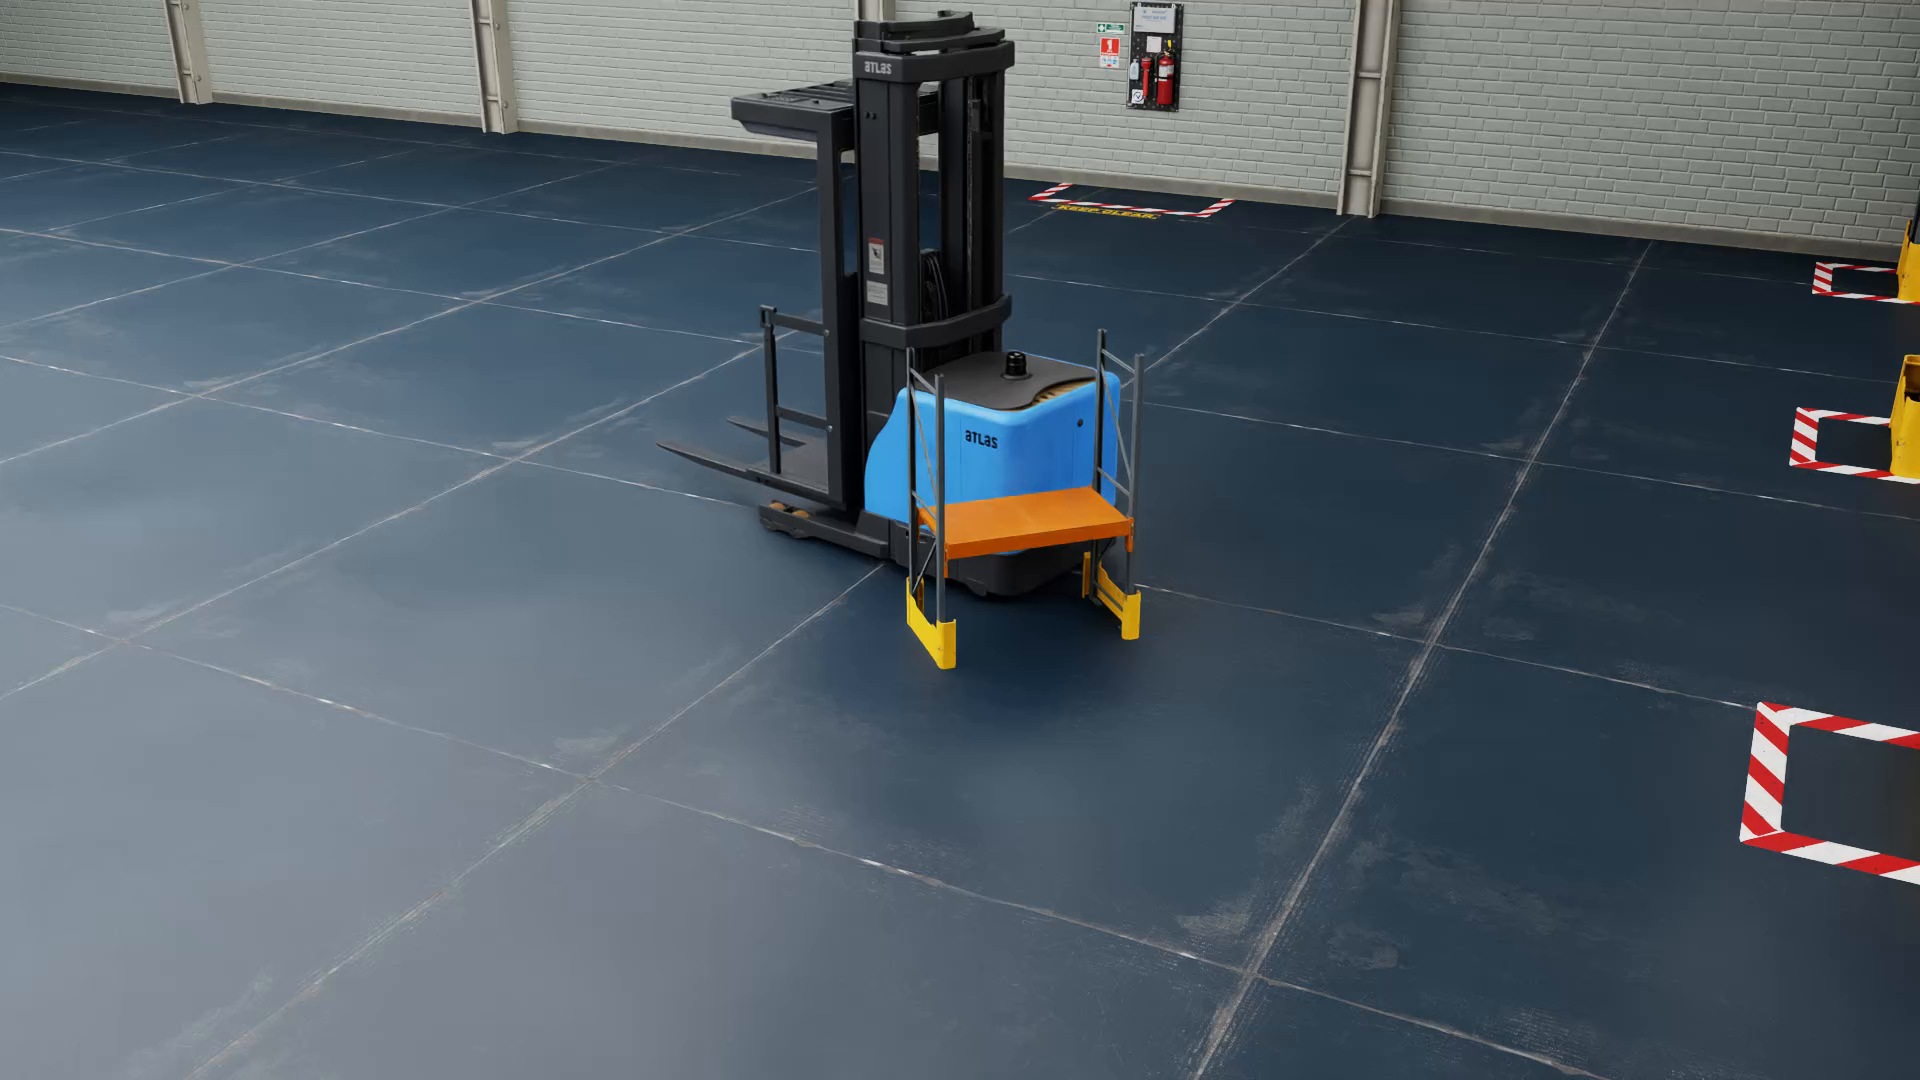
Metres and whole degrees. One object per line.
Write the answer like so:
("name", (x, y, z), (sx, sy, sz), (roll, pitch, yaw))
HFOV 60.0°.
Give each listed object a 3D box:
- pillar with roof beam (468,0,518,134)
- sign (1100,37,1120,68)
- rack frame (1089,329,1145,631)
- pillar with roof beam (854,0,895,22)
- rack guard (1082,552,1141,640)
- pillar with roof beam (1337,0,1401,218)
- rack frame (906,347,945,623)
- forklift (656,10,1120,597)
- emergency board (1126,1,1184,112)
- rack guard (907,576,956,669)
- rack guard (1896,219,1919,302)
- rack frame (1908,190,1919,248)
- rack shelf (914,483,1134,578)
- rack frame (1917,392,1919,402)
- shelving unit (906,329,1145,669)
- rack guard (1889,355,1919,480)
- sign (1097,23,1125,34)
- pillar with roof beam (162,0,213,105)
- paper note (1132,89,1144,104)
("pillar with roof beam", (-8.315, -8.313, 17.798), (0.400, 9.000, 9.100), (11, 25, 25))
("sign", (1.701, -5.536, 18.890), (0.234, 0.329, 0.001), (11, 25, 25))
("rack frame", (0.794, -0.288, 8.510), (0.032, 1.500, 0.500), (-8, 24, -17))
("pillar with roof beam", (-2.961, -7.253, 15.307), (0.400, 9.000, 9.100), (11, 25, 25))
("rack guard", (0.793, 0.288, 8.754), (0.087, 0.250, 0.587), (-8, 24, -17))
("pillar with roof beam", (2.394, -6.194, 12.815), (0.400, 9.000, 9.100), (11, 25, 25))
("rack frame", (-0.167, -0.158, 8.206), (0.032, 1.500, 0.500), (-8, 24, -17))
("forklift", (-0.565, -1.497, 9.526), (3.031, 2.935, 1.130), (18, 29, 35))
("emergency board", (2.148, -5.386, 18.582), (0.643, 1.169, 0.194), (11, 25, 25))
("rack guard", (-0.149, 0.414, 8.456), (0.087, 0.250, 0.587), (-8, 24, -17))
("rack guard", (8.744, -2.535, 15.071), (0.348, 0.500, 1.175), (11, 25, 25))
("rack frame", (8.676, -3.698, 14.614), (0.127, 3.000, 1.000), (11, 25, 25))
("rack shelf", (0.313, -0.057, 8.428), (1.000, 0.185, 0.538), (-8, 24, -17))
("rack frame", (6.444, -1.968, 10.544), (0.127, 3.000, 1.000), (11, 25, 25))
("shelving unit", (0.322, -0.224, 8.360), (1.083, 1.500, 0.587), (-8, 24, -17))
("rack guard", (6.423, -0.822, 11.043), (0.348, 0.500, 1.175), (11, 25, 25))
("sign", (1.701, -5.776, 18.777), (0.331, 0.109, 0.001), (11, 25, 25))
("pillar with roof beam", (-13.670, -9.372, 20.289), (0.400, 9.000, 9.100), (11, 25, 25))
("paper note", (2.021, -5.036, 18.885), (0.142, 0.148, 0.016), (11, 25, 25))
